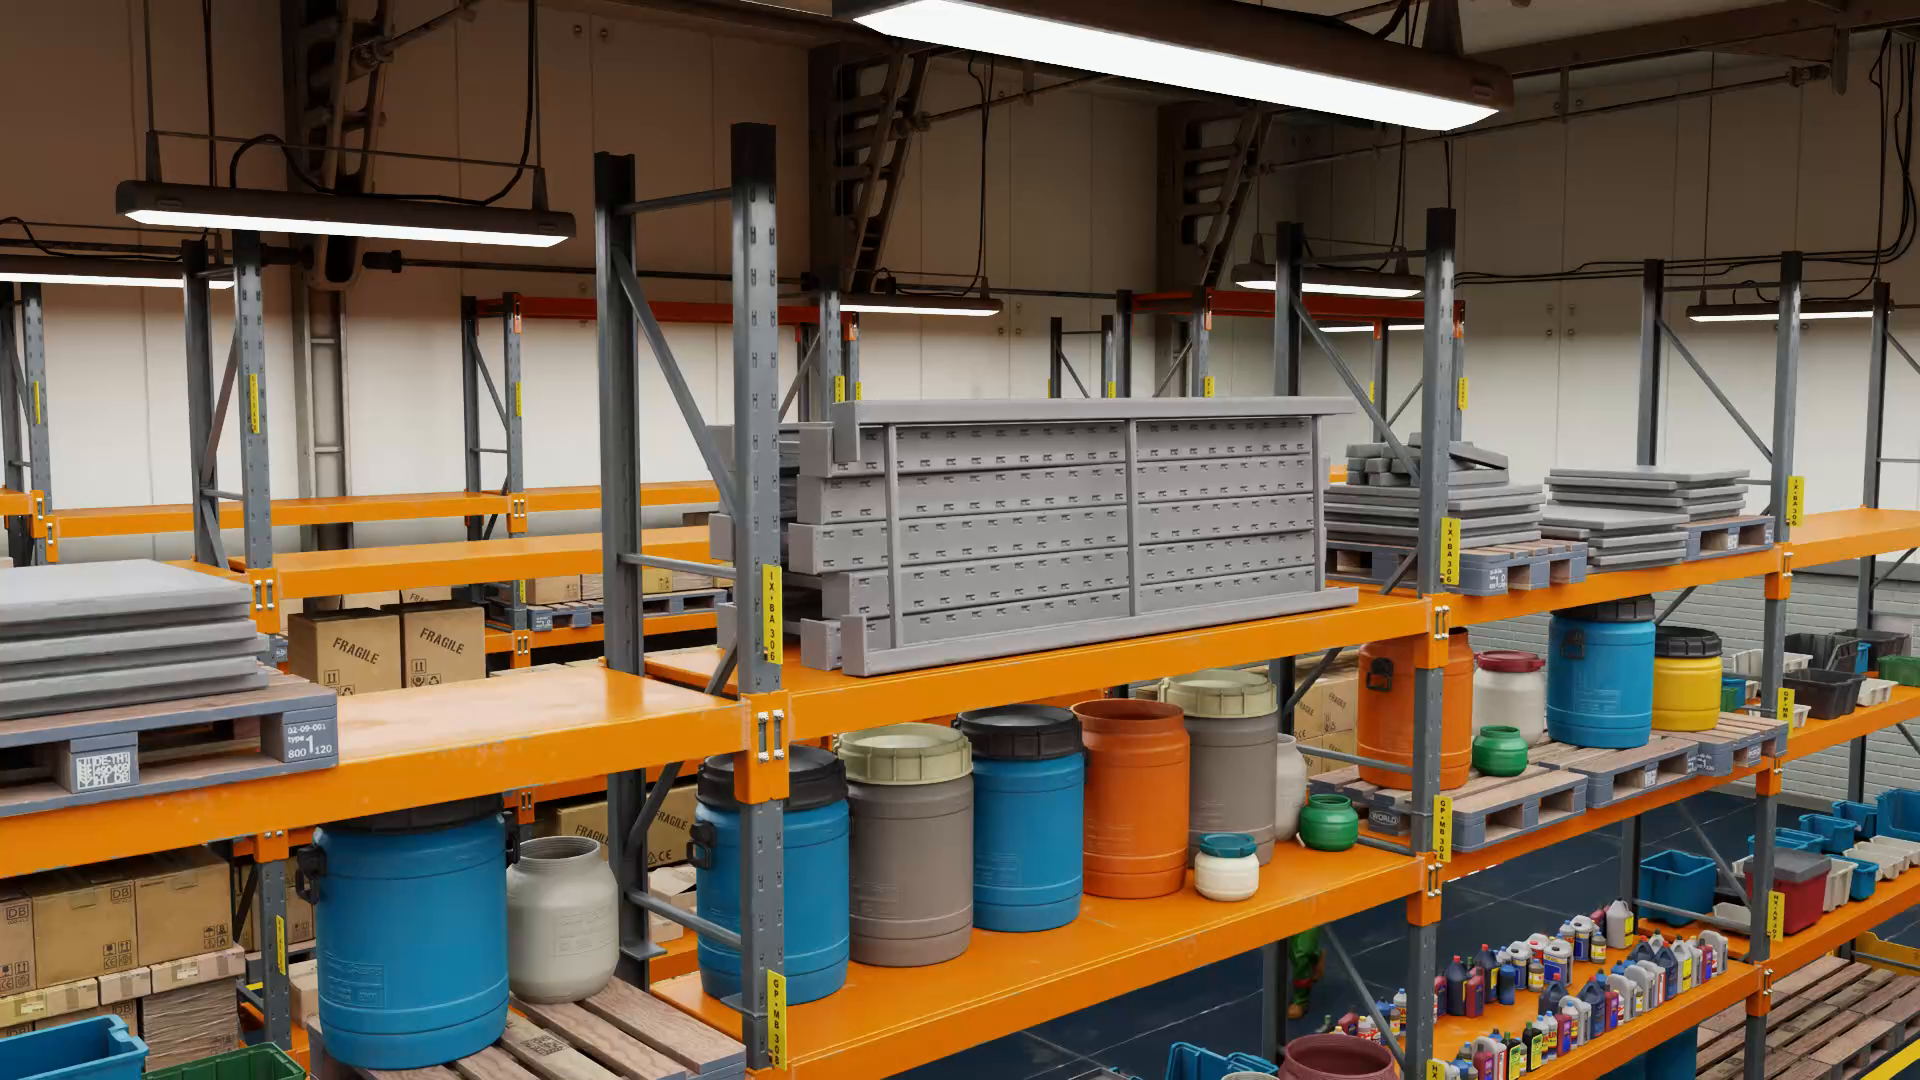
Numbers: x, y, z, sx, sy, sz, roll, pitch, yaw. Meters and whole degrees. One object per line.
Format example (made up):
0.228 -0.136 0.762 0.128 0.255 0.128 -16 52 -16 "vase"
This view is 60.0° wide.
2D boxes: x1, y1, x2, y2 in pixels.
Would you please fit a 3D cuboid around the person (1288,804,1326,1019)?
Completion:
2.891 3.013 13.689 0.643 1.741 0.706 5 7 43 "person"
